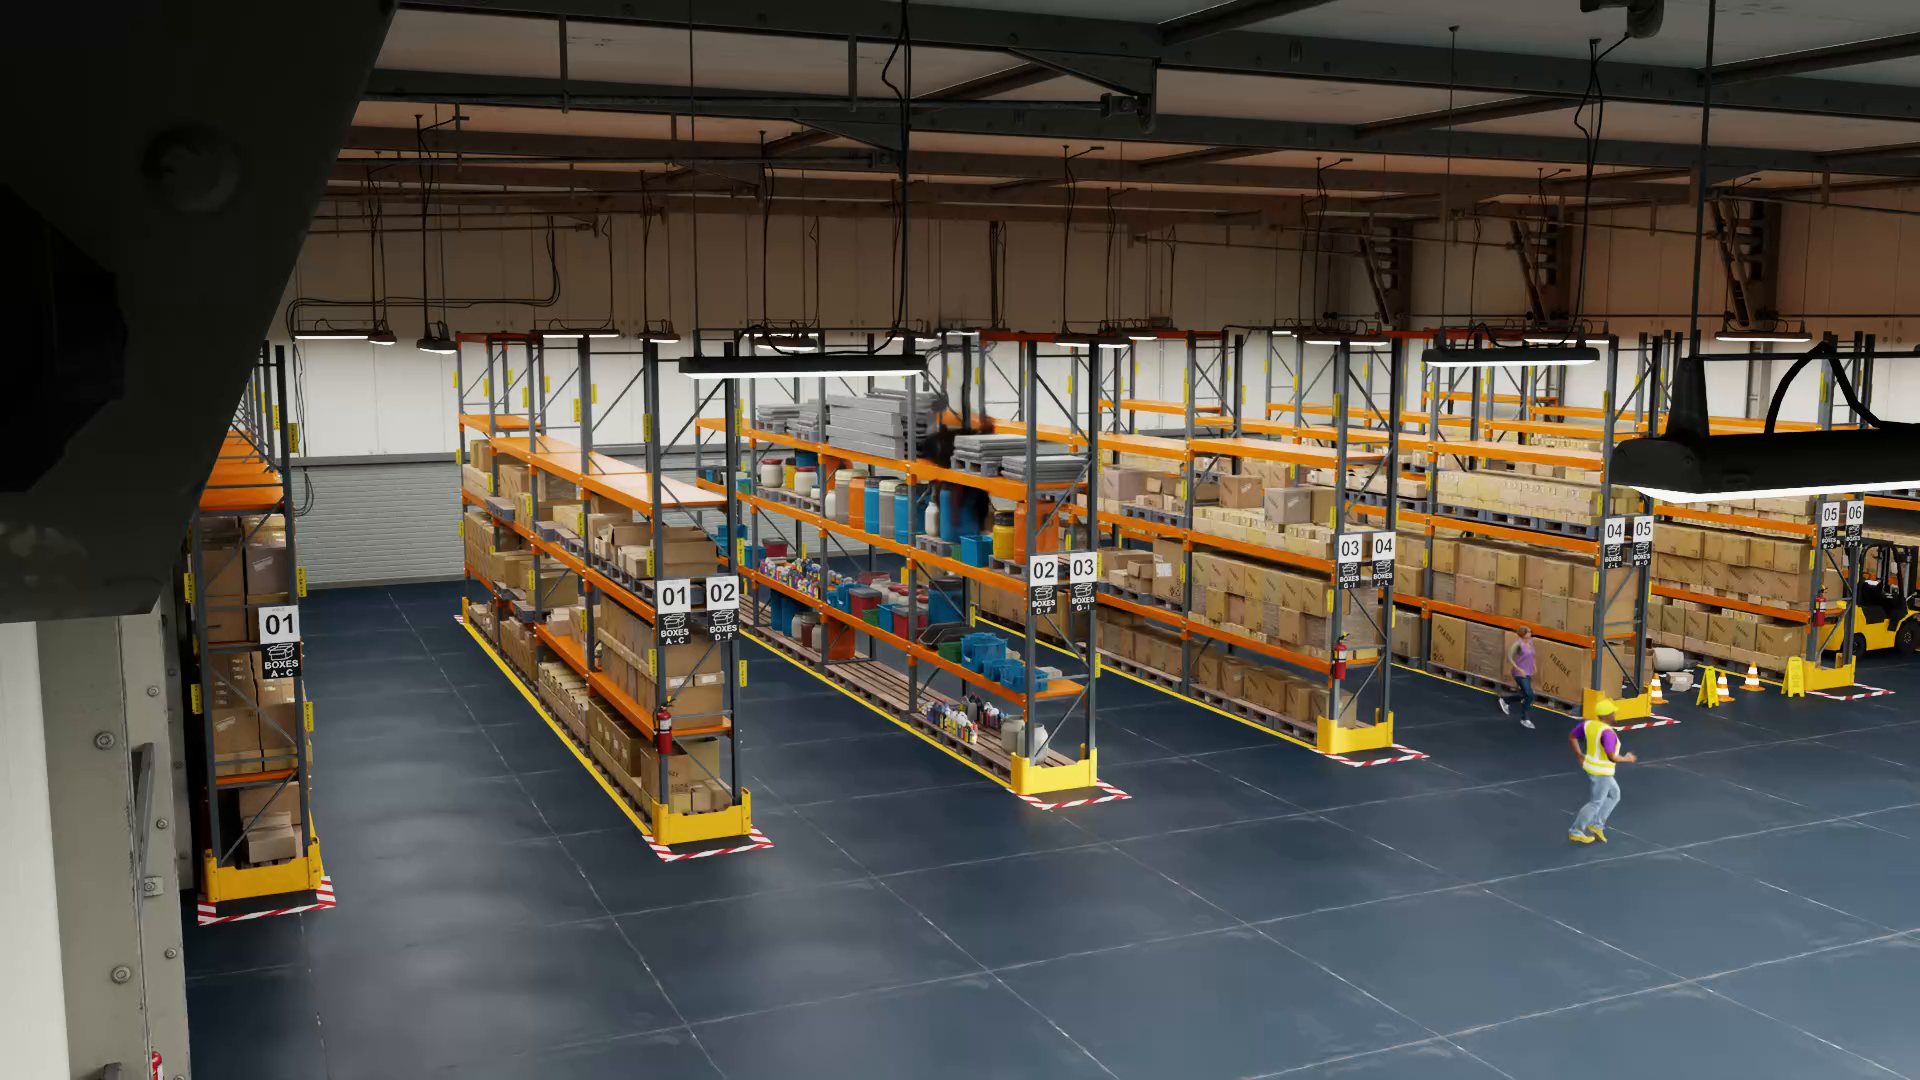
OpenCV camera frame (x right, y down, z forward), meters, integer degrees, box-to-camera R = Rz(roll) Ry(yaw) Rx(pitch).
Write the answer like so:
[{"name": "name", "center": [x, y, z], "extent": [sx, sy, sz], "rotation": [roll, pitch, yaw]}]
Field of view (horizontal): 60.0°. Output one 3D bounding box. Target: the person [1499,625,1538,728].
[{"name": "person", "center": [8.674, 2.091, 25.854], "extent": [0.553, 1.583, 0.678], "rotation": [-6, 10, -39]}]

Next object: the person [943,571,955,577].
[{"name": "person", "center": [-0.205, 1.361, 30.780], "extent": [0.585, 1.695, 0.727], "rotation": [-4, 9, -30]}]

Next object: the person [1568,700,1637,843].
[{"name": "person", "center": [7.681, 2.797, 19.898], "extent": [0.734, 1.788, 0.681], "rotation": [0, 8, 2]}]
